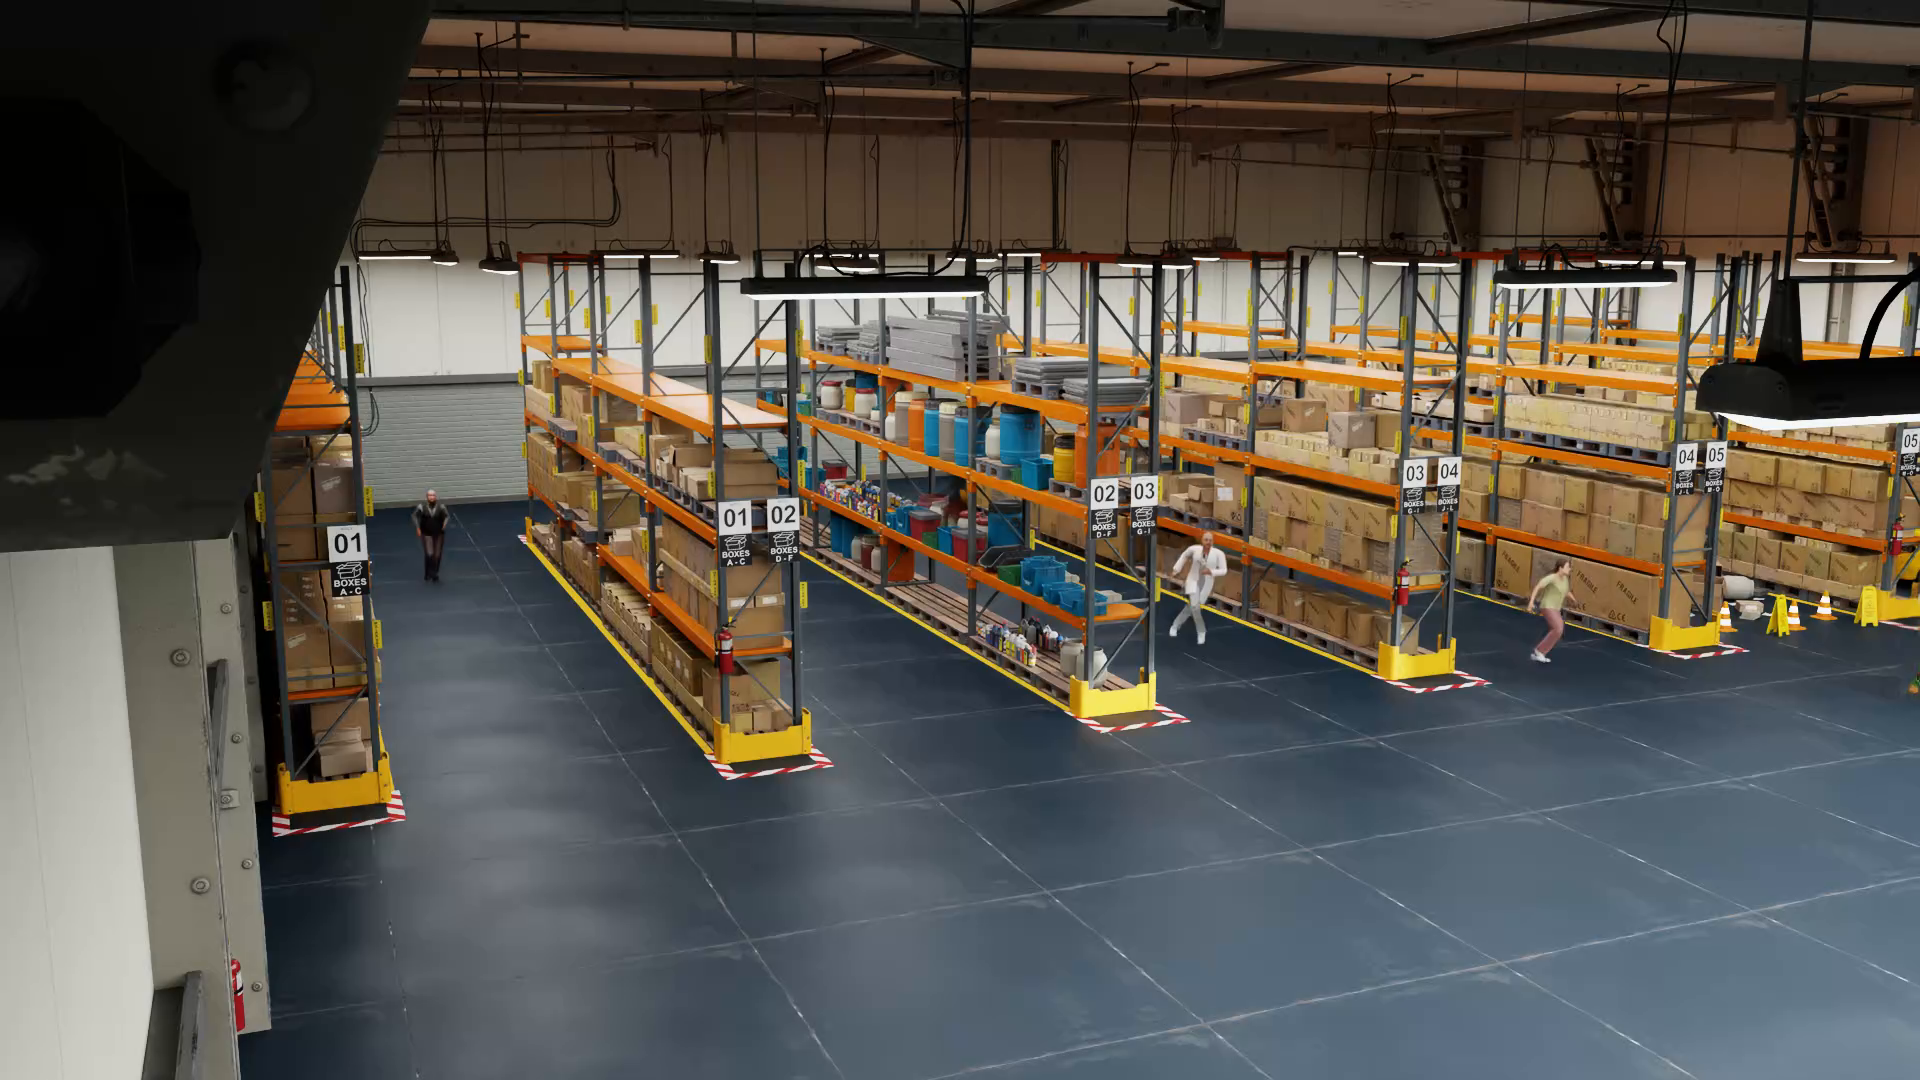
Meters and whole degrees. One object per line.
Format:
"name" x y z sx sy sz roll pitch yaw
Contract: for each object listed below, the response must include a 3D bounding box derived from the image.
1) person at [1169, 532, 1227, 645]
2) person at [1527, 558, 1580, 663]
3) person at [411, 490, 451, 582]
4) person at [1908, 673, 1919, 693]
"person" 3.683 0.710 25.751 0.826 1.715 0.771 0 10 -1
"person" 8.947 1.059 24.935 0.580 1.563 0.766 10 14 43
"person" -9.730 -0.071 30.710 0.669 1.709 0.664 -5 12 -27
"person" 13.560 1.358 22.836 0.824 1.702 0.695 -8 13 -36
